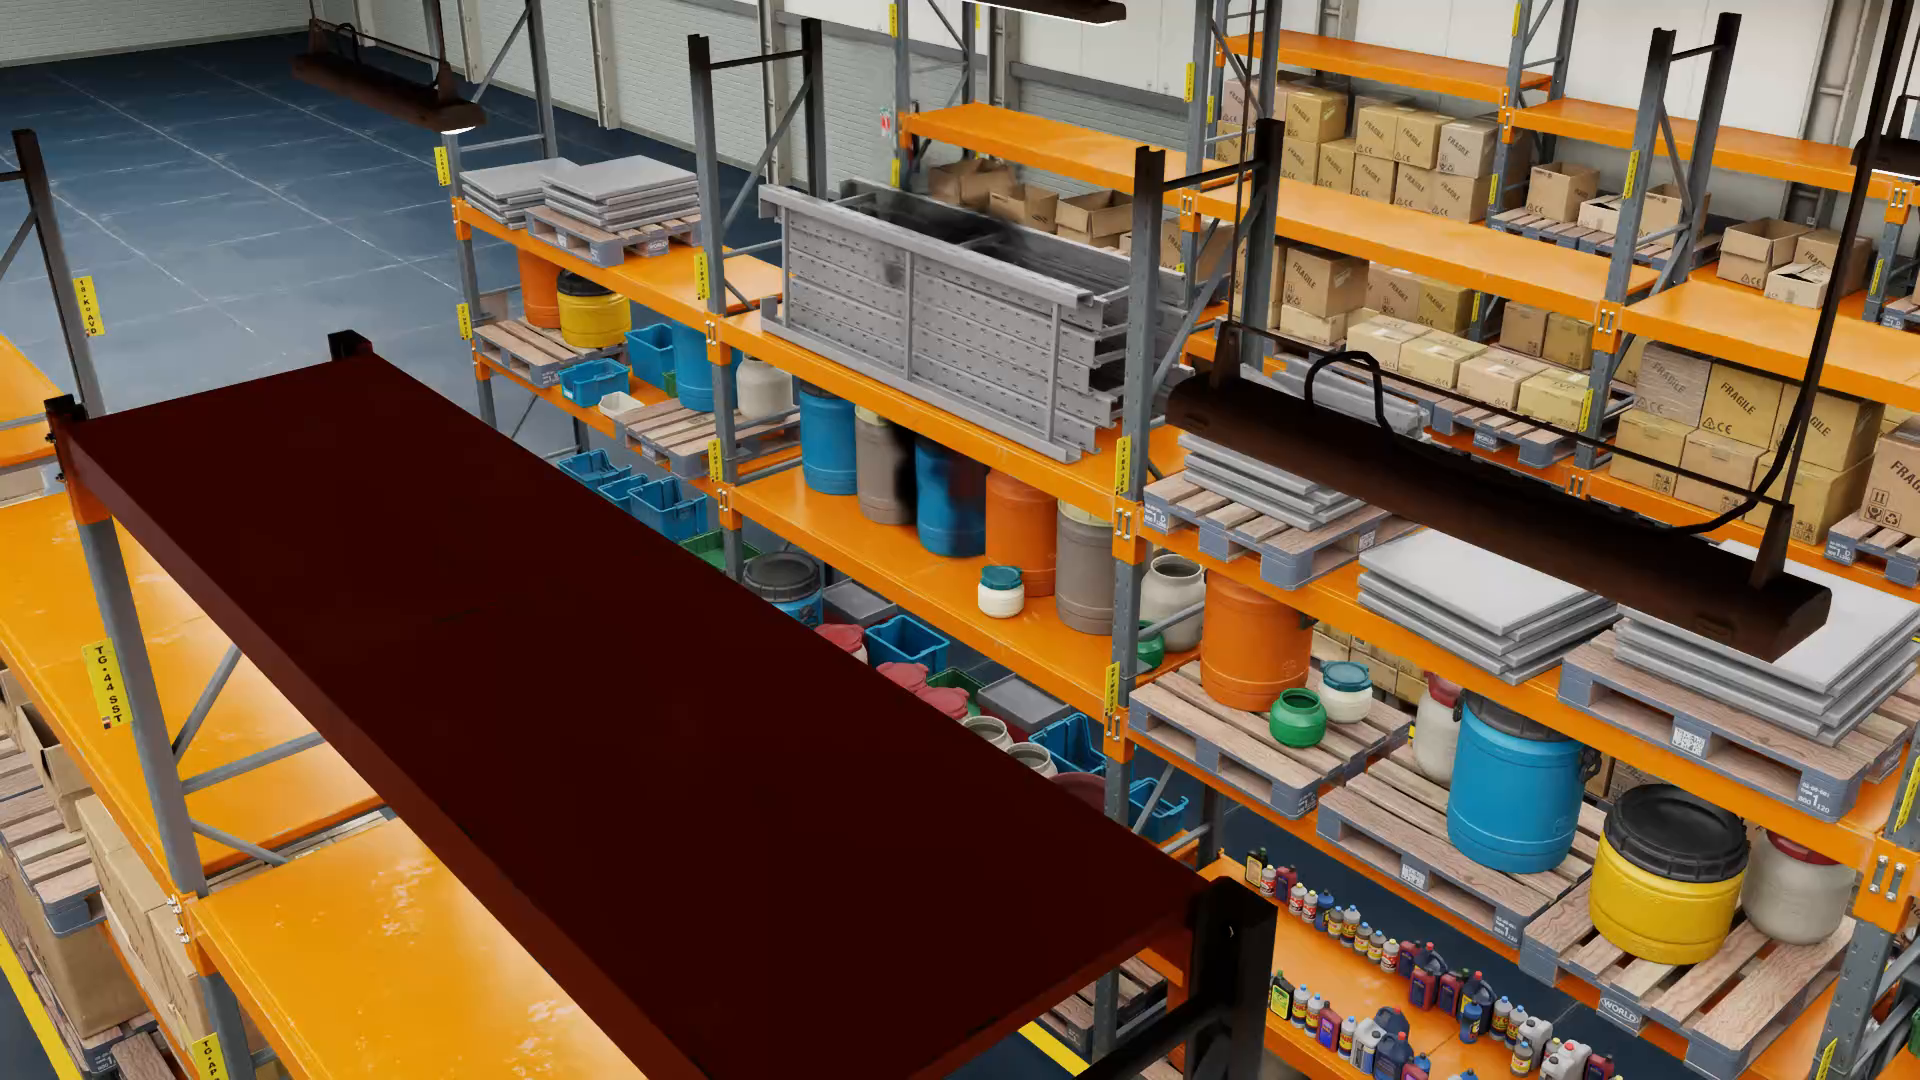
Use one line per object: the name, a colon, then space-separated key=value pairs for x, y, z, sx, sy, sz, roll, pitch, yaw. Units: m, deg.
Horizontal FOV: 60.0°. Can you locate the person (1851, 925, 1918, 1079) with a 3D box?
person: x=5.568 y=2.936 z=9.902 sx=0.913 sy=1.676 sz=0.581 roll=20 pitch=33 yaw=33
